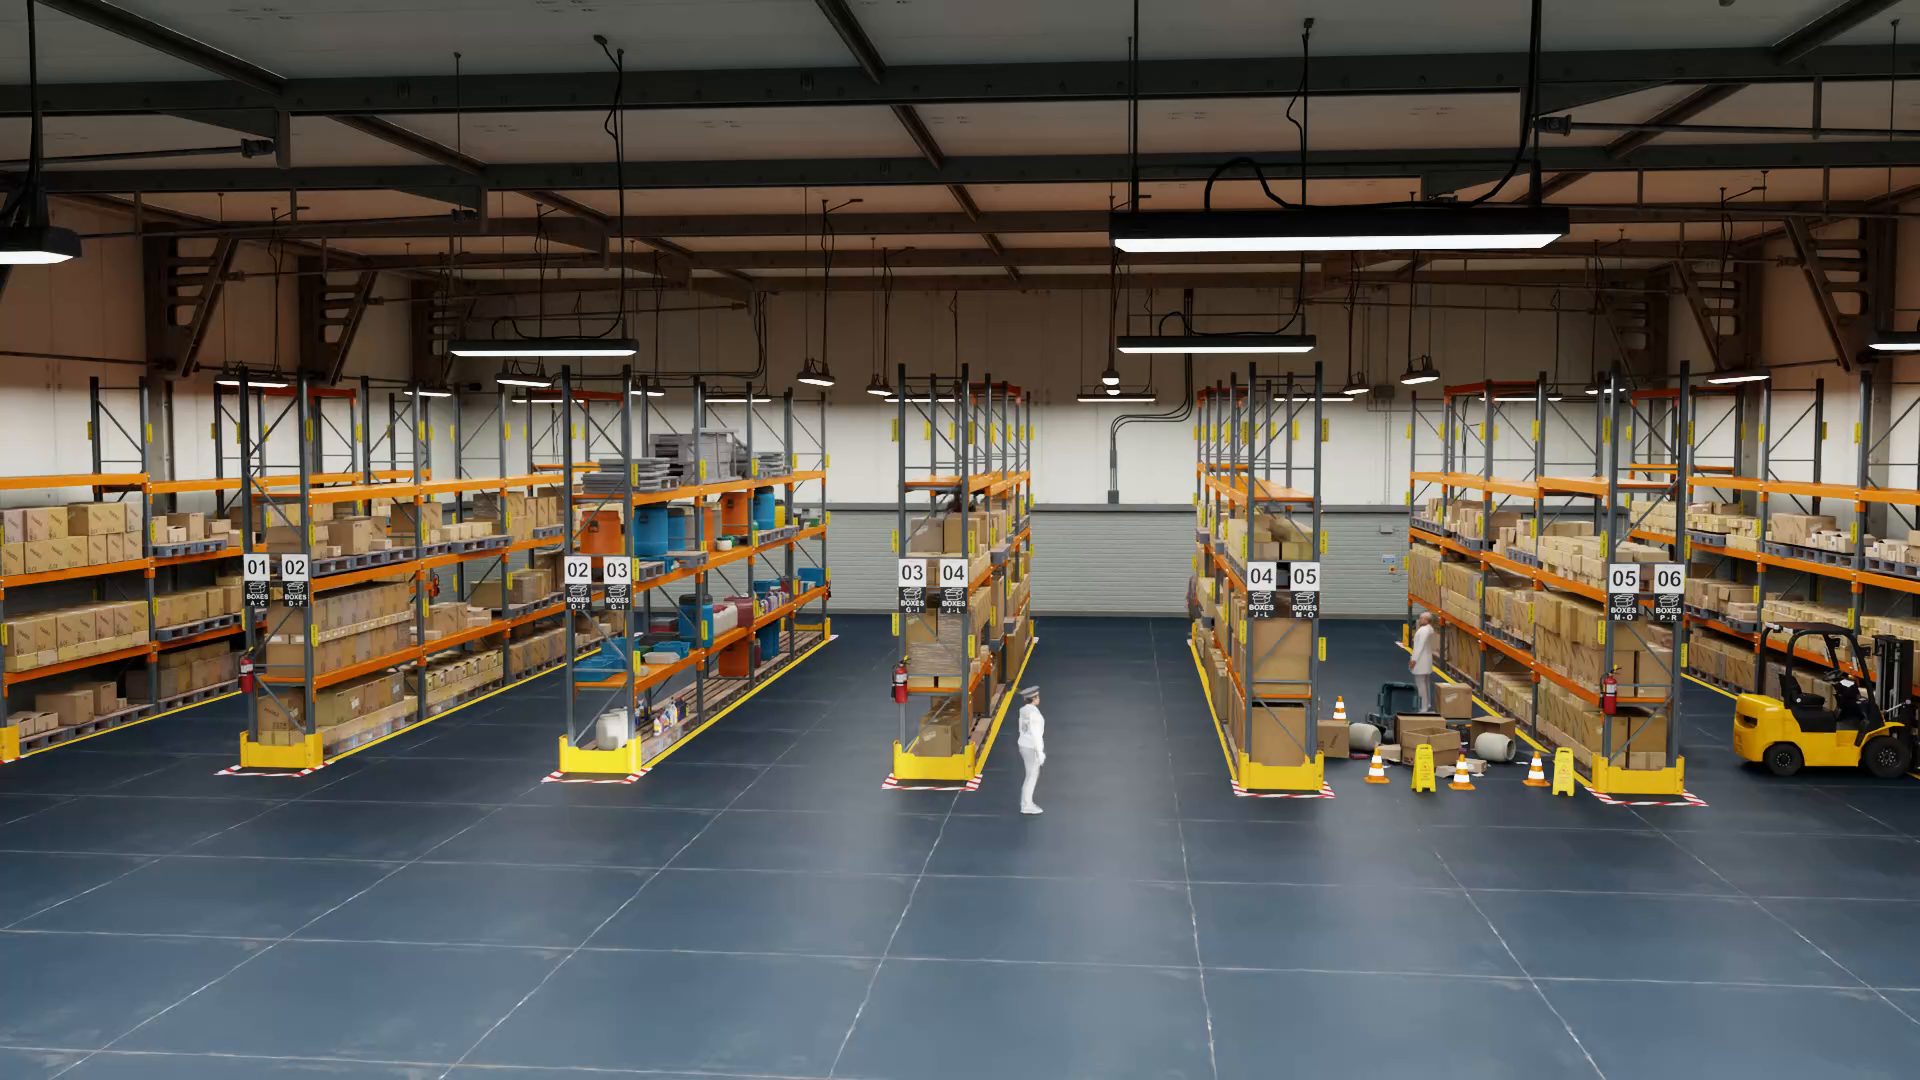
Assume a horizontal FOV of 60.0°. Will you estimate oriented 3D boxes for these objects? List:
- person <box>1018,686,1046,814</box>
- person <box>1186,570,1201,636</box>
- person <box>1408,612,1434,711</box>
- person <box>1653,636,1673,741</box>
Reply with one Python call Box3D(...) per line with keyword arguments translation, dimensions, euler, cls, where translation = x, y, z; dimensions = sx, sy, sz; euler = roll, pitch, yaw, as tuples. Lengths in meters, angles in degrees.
Box3D(translation=(0.955, 2.780, 21.911), dimensions=(0.355, 1.705, 0.569), euler=(-1, 4, -13), cls="person")
Box3D(translation=(5.780, 1.487, 40.721), dimensions=(0.520, 1.785, 0.599), euler=(-1, 4, -16), cls="person")
Box3D(translation=(8.299, 2.192, 30.073), dimensions=(0.643, 1.766, 0.527), euler=(-4, 5, -44), cls="person")
Box3D(translation=(11.391, 2.420, 26.916), dimensions=(0.571, 1.733, 0.414), euler=(-3, 4, -35), cls="person")
